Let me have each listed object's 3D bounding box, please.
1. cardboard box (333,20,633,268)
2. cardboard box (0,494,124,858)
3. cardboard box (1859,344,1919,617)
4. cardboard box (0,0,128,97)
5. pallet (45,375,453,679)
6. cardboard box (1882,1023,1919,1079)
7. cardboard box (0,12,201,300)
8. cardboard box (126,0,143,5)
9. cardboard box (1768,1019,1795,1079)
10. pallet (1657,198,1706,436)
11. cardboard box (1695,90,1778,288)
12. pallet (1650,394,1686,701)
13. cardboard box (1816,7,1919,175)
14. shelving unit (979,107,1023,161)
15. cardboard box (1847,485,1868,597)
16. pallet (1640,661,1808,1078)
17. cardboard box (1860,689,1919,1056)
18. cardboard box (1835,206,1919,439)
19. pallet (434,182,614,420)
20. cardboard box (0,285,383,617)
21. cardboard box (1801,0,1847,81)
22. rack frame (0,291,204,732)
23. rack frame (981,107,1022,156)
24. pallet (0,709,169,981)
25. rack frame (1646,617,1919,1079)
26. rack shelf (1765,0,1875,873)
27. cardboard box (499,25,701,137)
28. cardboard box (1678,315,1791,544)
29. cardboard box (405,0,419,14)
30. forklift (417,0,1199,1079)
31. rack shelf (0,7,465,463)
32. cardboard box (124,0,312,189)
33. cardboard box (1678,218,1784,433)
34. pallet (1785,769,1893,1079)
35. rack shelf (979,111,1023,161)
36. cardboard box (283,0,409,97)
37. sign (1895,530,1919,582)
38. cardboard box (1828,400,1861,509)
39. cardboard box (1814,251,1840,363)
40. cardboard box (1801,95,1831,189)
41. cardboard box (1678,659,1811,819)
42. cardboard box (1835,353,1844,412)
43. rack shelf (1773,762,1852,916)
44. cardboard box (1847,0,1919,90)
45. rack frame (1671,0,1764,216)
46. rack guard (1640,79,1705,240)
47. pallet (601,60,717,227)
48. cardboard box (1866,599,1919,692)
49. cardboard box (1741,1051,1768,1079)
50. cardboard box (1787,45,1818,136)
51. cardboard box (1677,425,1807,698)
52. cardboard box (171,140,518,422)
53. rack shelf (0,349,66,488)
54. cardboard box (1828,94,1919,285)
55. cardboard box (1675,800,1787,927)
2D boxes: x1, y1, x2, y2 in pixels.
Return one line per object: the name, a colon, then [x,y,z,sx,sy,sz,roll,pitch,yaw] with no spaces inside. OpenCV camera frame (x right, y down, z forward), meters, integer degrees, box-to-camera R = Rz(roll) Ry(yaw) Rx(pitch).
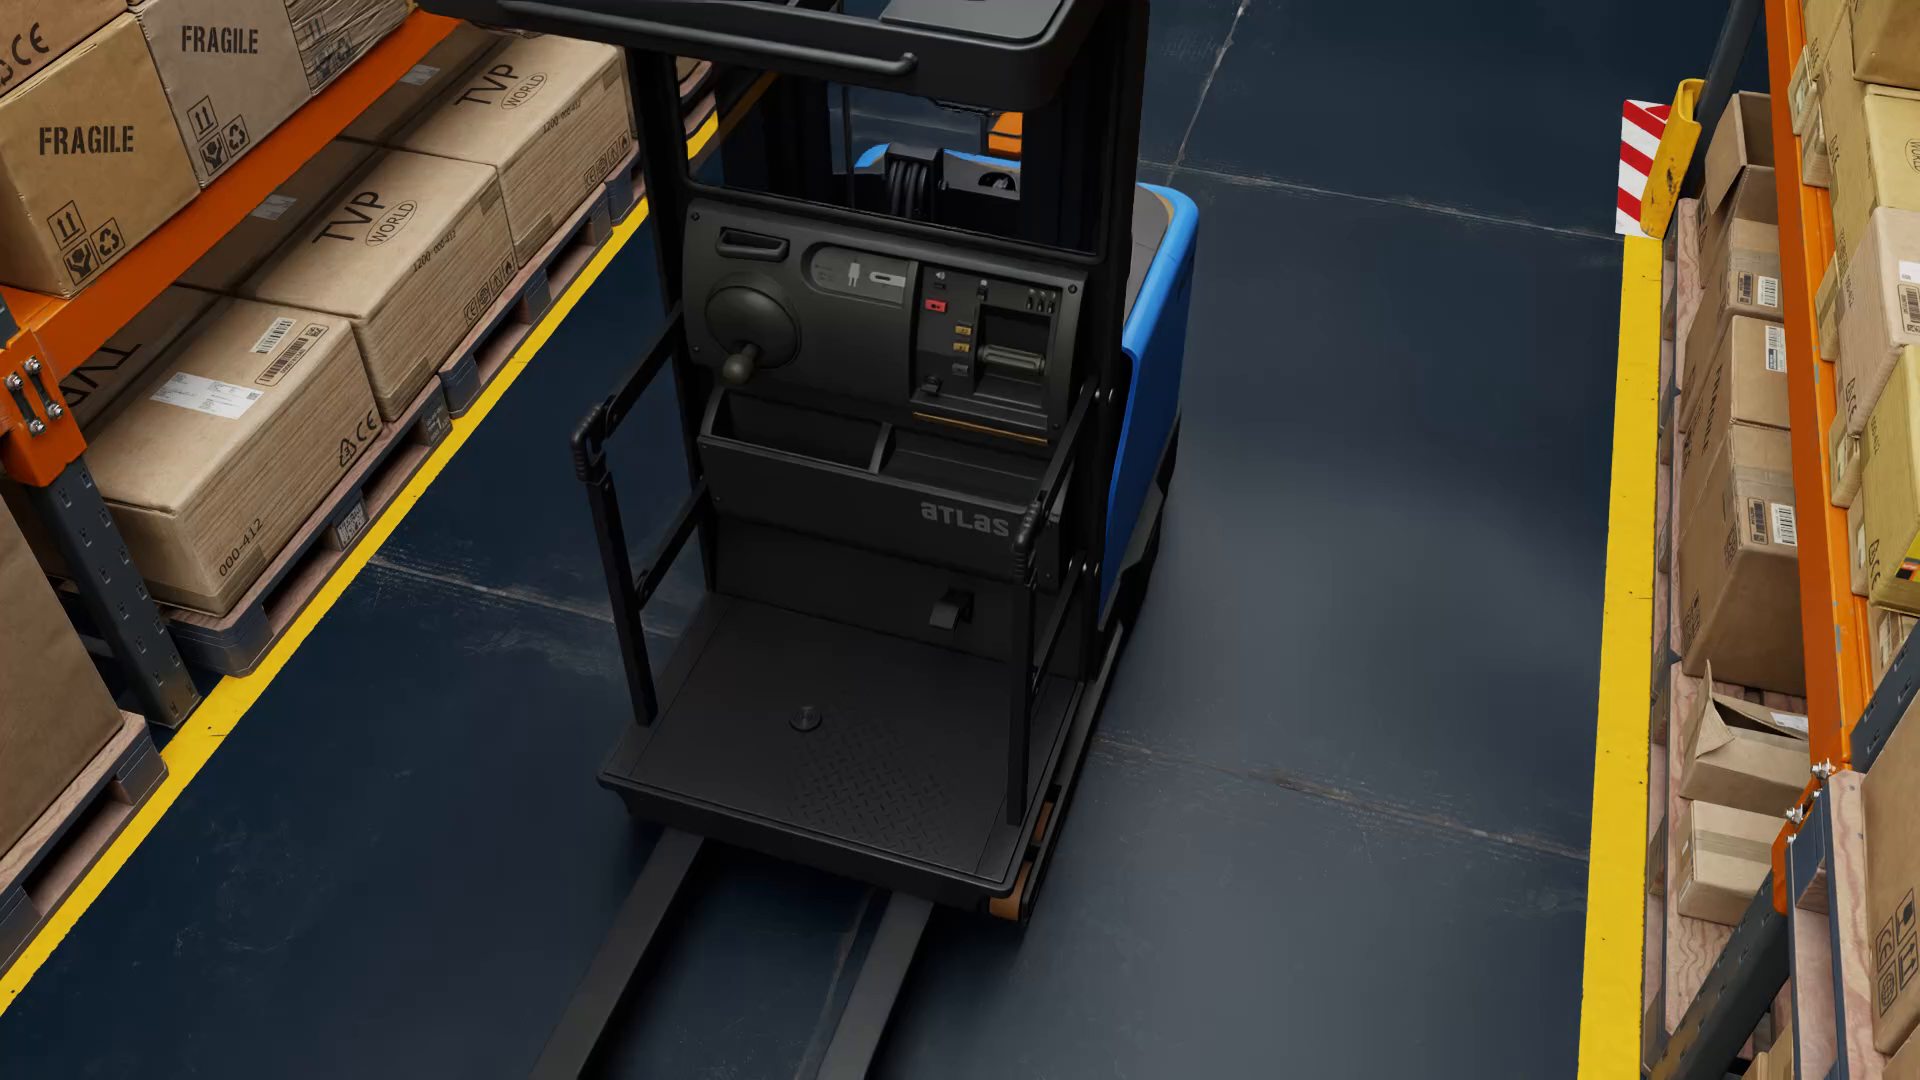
cardboard box: [-1.833,-1.505,6.175,0.875,0.438,0.875,14,46,14]
cardboard box: [-2.782,0.362,3.954,0.875,0.875,0.875,14,46,14]
cardboard box: [1.983,-0.072,3.074,0.500,0.250,0.500,14,46,14]
cardboard box: [-2.296,-1.337,3.685,0.500,0.500,0.500,13,46,13]
pallet: [-2.366,-0.171,5.274,1.003,0.211,1.213,13,46,13]
cardboard box: [1.545,0.806,1.910,0.700,0.500,0.500,13,46,13]
cardboard box: [-2.279,-0.970,4.026,0.500,0.500,0.500,14,46,14]
cardboard box: [-2.137,-1.672,4.027,0.500,0.500,0.500,12,46,12]
cardboard box: [1.699,1.066,3.039,0.380,0.149,0.250,15,46,14]
pallet: [3.009,-0.716,5.831,1.003,0.211,1.213,13,46,13]
cardboard box: [2.997,-1.165,5.780,0.797,0.503,0.637,11,45,11]
pallet: [2.638,0.095,5.002,1.003,0.211,1.213,13,46,13]
cardboard box: [2.441,-1.082,4.106,0.500,0.250,0.500,11,46,11]
shelving unit: [0.254,-0.972,5.385,0.258,1.200,0.503,13,46,13]
cardboard box: [1.975,0.017,3.267,0.380,0.149,0.250,14,46,14]
pallet: [2.270,0.911,4.169,1.003,0.211,1.213,13,46,13]
cardboard box: [1.702,0.461,2.263,0.700,0.500,0.500,14,46,14]
cardboard box: [2.121,-0.409,3.418,0.500,0.250,0.500,13,46,13]
pallet: [-1.998,-0.987,6.108,1.003,0.211,1.213,13,46,12]
cardboard box: [-2.378,-0.307,4.951,0.875,0.438,0.875,12,46,12]
cardboard box: [2.576,-1.427,4.459,0.500,0.250,0.500,12,46,12]
rack frame: [-2.671,-0.677,3.798,1.000,3.000,0.127,13,46,13]
rack frame: [0.177,-0.810,5.220,0.240,1.200,0.015,13,46,13]
pallet: [-2.832,0.850,4.231,1.003,0.211,1.213,13,46,13]
rack frame: [2.058,0.371,2.726,0.949,2.616,0.053,13,46,13]
rack shelf: [2.667,-0.705,4.340,1.077,0.370,4.000,13,46,13]
cardboard box: [-1.564,-2.117,6.800,0.875,0.438,0.875,11,45,11]
cardboard box: [2.446,-0.271,4.869,0.500,0.500,0.500,13,46,13]
cardboard box: [-1.810,-1.978,5.056,0.500,0.500,0.500,14,46,14]
forklift: [-0.250,-0.400,3.563,1.130,2.935,3.031,13,46,13]
rack shelf: [-2.065,-1.753,5.411,1.077,0.370,4.000,13,46,13]
cardboard box: [-2.123,-1.305,4.367,0.500,0.500,0.500,13,46,13]
cardboard box: [2.701,-0.602,5.208,0.700,0.500,0.500,14,46,14]
pallet: [1.715,0.950,2.272,1.003,0.211,1.213,13,46,13]
rack shelf: [0.254,-1.253,5.110,0.258,0.148,0.480,13,46,13]
cardboard box: [-1.966,-1.635,4.705,0.500,0.500,0.500,13,46,13]
sign: [1.542,-0.048,2.535,0.100,0.325,0.005,13,46,13]
cardboard box: [2.031,-0.161,3.450,0.380,0.149,0.250,14,46,14]
cardboard box: [2.187,-0.507,3.803,0.380,0.149,0.250,12,46,12]
cardboard box: [2.414,-1.016,4.323,0.380,0.149,0.250,14,46,13]
cardboard box: [2.058,0.527,4.221,0.396,0.266,0.258,14,46,14]
cardboard box: [2.136,-0.330,3.623,0.380,0.149,0.250,14,46,14]
rack shelf: [1.456,1.962,1.615,1.077,0.370,4.000,13,46,13]
cardboard box: [2.424,-1.370,3.864,0.500,0.500,0.500,14,46,14]
rack frame: [3.273,-2.295,5.450,1.000,3.000,0.127,13,46,13]
rack guard: [3.250,-1.351,6.273,1.175,0.500,0.348,13,46,13]
pallet: [-1.627,-1.797,6.936,1.003,0.211,1.213,13,46,13]
cardboard box: [1.917,0.195,3.085,0.380,0.149,0.250,13,46,13]
cardboard box: [1.700,1.390,3.172,0.500,0.500,0.500,14,46,14]
cardboard box: [2.474,-1.196,4.507,0.380,0.149,0.250,11,46,11]
cardboard box: [2.387,0.090,4.501,0.700,0.500,0.500,11,45,11]
cardboard box: [-2.108,-0.904,5.561,0.875,0.438,0.875,11,45,11]
rack shelf: [-3.276,0.913,2.687,1.077,0.370,4.000,13,46,13]
cardboard box: [2.284,-0.739,3.755,0.500,0.250,0.500,12,46,12]
cardboard box: [1.950,0.807,4.019,0.380,0.149,0.250,11,45,11]
